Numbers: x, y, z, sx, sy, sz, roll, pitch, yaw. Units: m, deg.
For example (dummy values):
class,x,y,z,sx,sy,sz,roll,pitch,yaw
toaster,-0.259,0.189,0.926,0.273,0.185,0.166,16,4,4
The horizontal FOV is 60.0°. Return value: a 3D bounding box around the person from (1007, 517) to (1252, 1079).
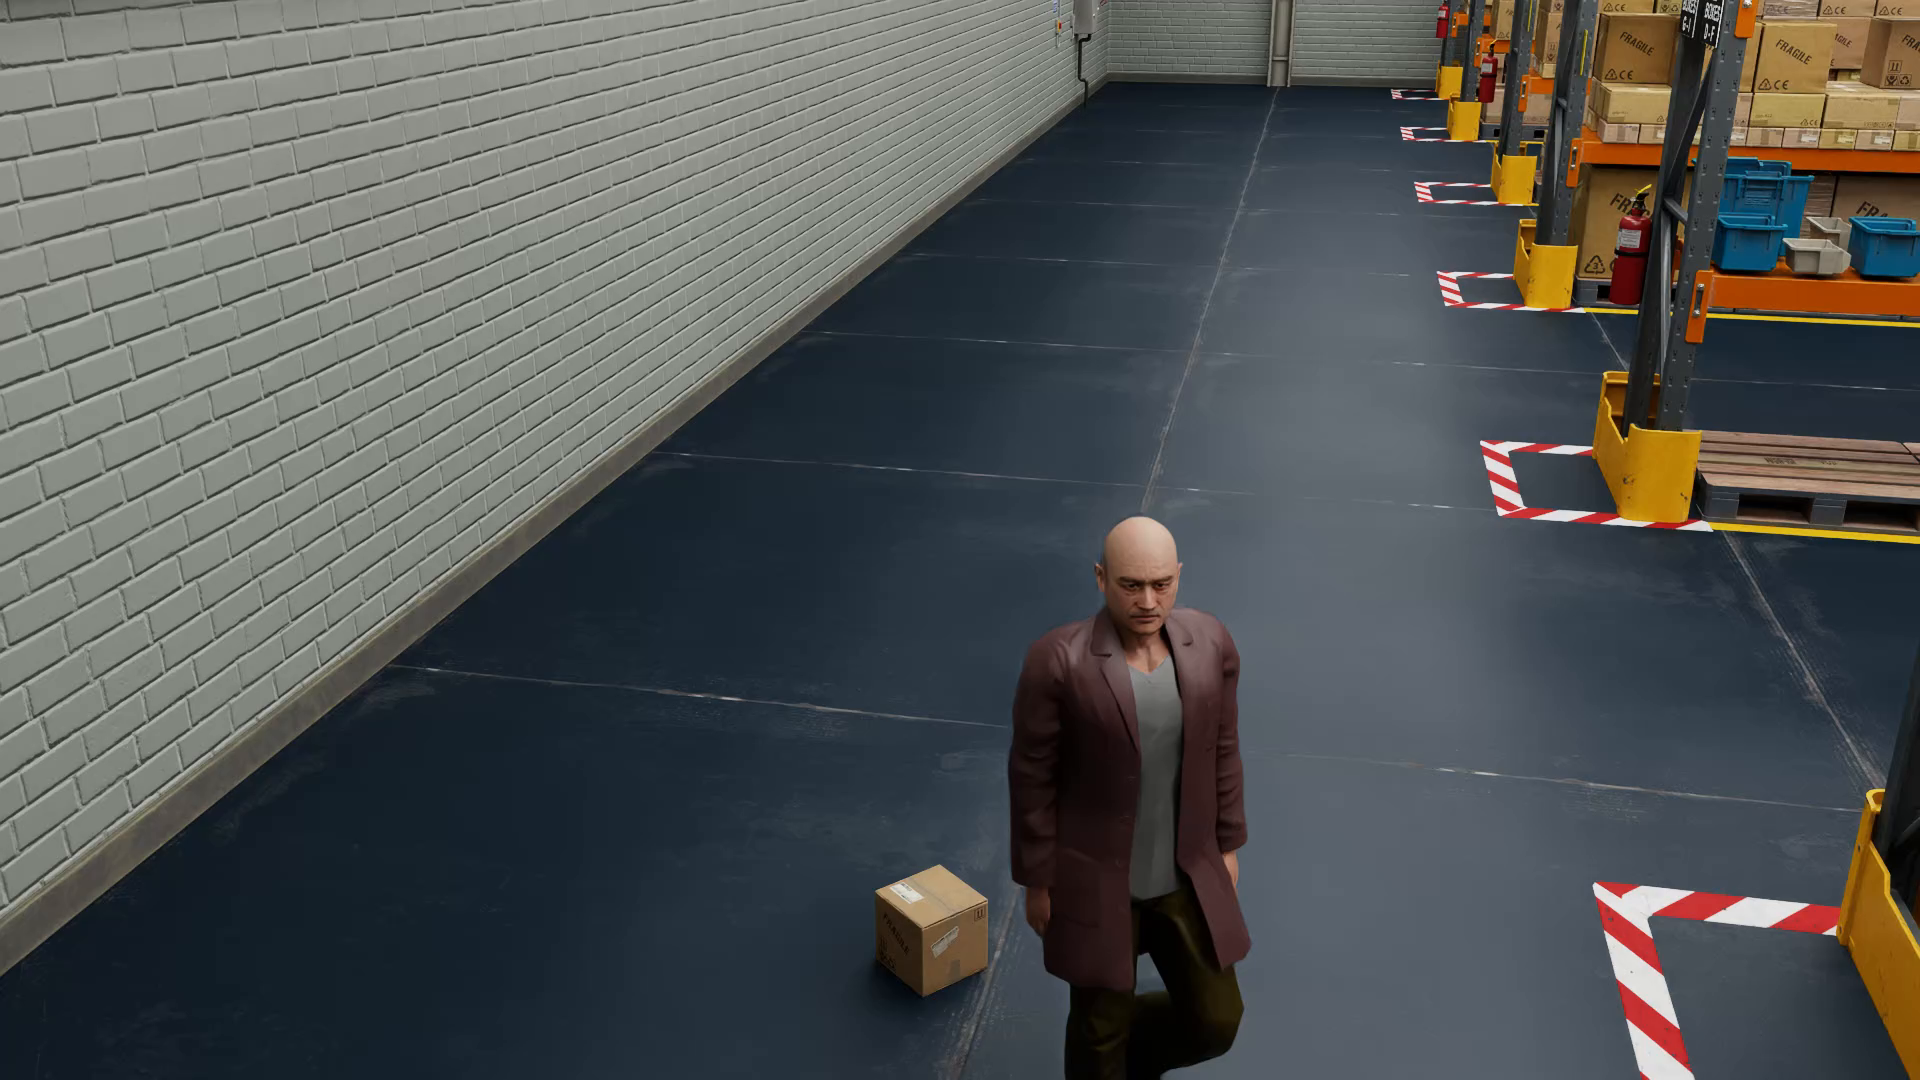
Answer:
class,x,y,z,sx,sy,sz,roll,pitch,yaw
person,0.418,0.788,3.998,0.607,1.775,0.525,-5,22,-14
